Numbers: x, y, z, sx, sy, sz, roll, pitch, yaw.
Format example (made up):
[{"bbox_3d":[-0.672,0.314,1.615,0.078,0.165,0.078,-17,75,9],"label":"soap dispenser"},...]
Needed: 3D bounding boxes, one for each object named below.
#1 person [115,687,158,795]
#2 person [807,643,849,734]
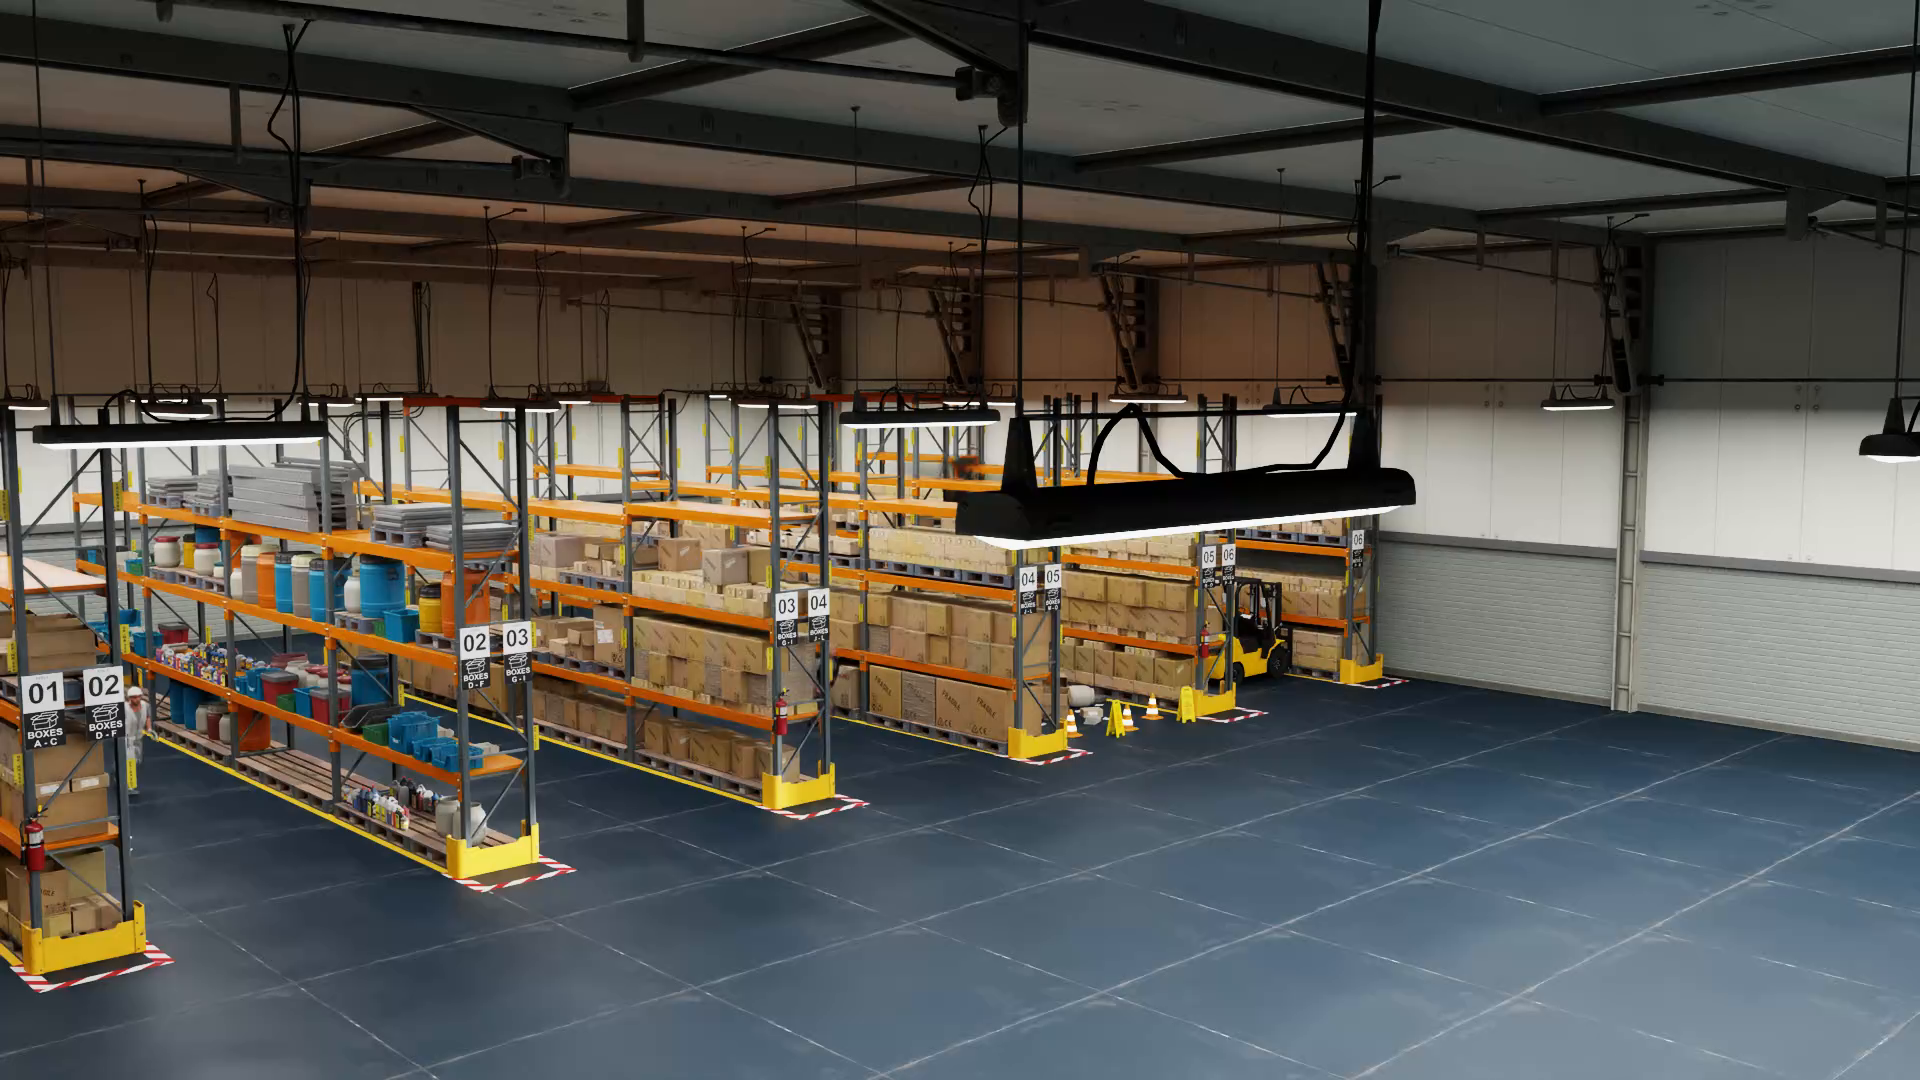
[{"bbox_3d":[-12.675,3.041,25.360,0.830,1.697,0.658,2,6,22],"label":"person"},{"bbox_3d":[-2.407,2.656,29.854,0.894,1.678,0.711,2,6,20],"label":"person"}]
